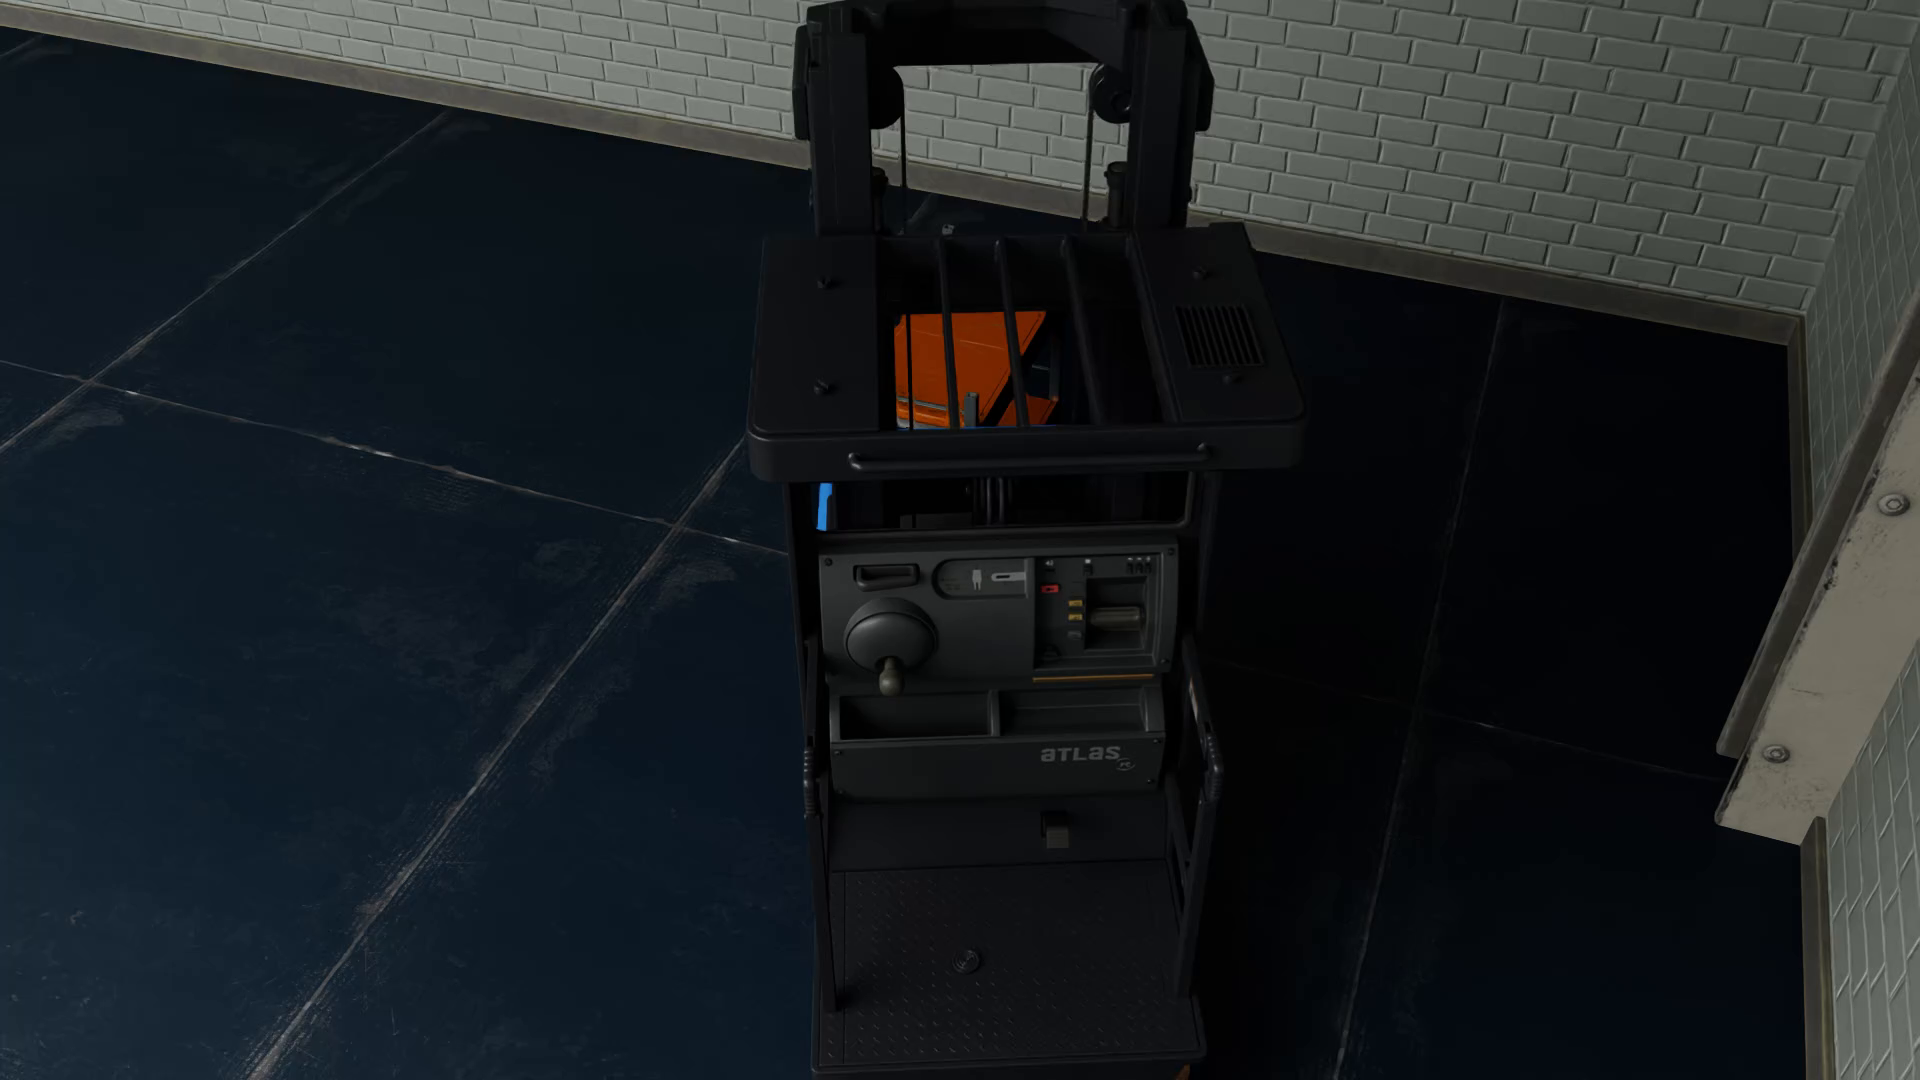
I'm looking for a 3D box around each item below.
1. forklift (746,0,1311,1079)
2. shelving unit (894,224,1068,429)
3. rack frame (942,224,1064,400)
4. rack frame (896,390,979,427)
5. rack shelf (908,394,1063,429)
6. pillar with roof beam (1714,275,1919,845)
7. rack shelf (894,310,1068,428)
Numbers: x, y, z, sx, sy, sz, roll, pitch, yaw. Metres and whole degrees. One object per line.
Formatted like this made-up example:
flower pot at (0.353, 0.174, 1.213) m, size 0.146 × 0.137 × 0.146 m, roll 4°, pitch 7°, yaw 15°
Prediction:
forklift at (0.116, 0.277, 4.168) m, size 1.130 × 2.935 × 3.031 m, roll -2°, pitch 41°, yaw -2°
shelving unit at (-0.002, -0.424, 6.380) m, size 0.538 × 1.125 × 1.048 m, roll 13°, pitch 42°, yaw 15°
rack frame at (0.172, -0.734, 6.743) m, size 0.500 × 1.125 × 0.032 m, roll 13°, pitch 42°, yaw 15°
rack frame at (-0.176, -0.114, 6.017) m, size 0.500 × 1.125 × 0.032 m, roll 13°, pitch 42°, yaw 15°
rack shelf at (-0.002, -0.238, 6.539) m, size 0.538 × 0.278 × 1.000 m, roll 13°, pitch 42°, yaw 15°
pillar with roof beam at (-1.280, -3.506, 3.926) m, size 9.100 × 9.000 × 0.400 m, roll 13°, pitch 42°, yaw 15°
rack shelf at (-0.002, -0.646, 6.190) m, size 0.538 × 0.278 × 1.000 m, roll 13°, pitch 42°, yaw 15°
